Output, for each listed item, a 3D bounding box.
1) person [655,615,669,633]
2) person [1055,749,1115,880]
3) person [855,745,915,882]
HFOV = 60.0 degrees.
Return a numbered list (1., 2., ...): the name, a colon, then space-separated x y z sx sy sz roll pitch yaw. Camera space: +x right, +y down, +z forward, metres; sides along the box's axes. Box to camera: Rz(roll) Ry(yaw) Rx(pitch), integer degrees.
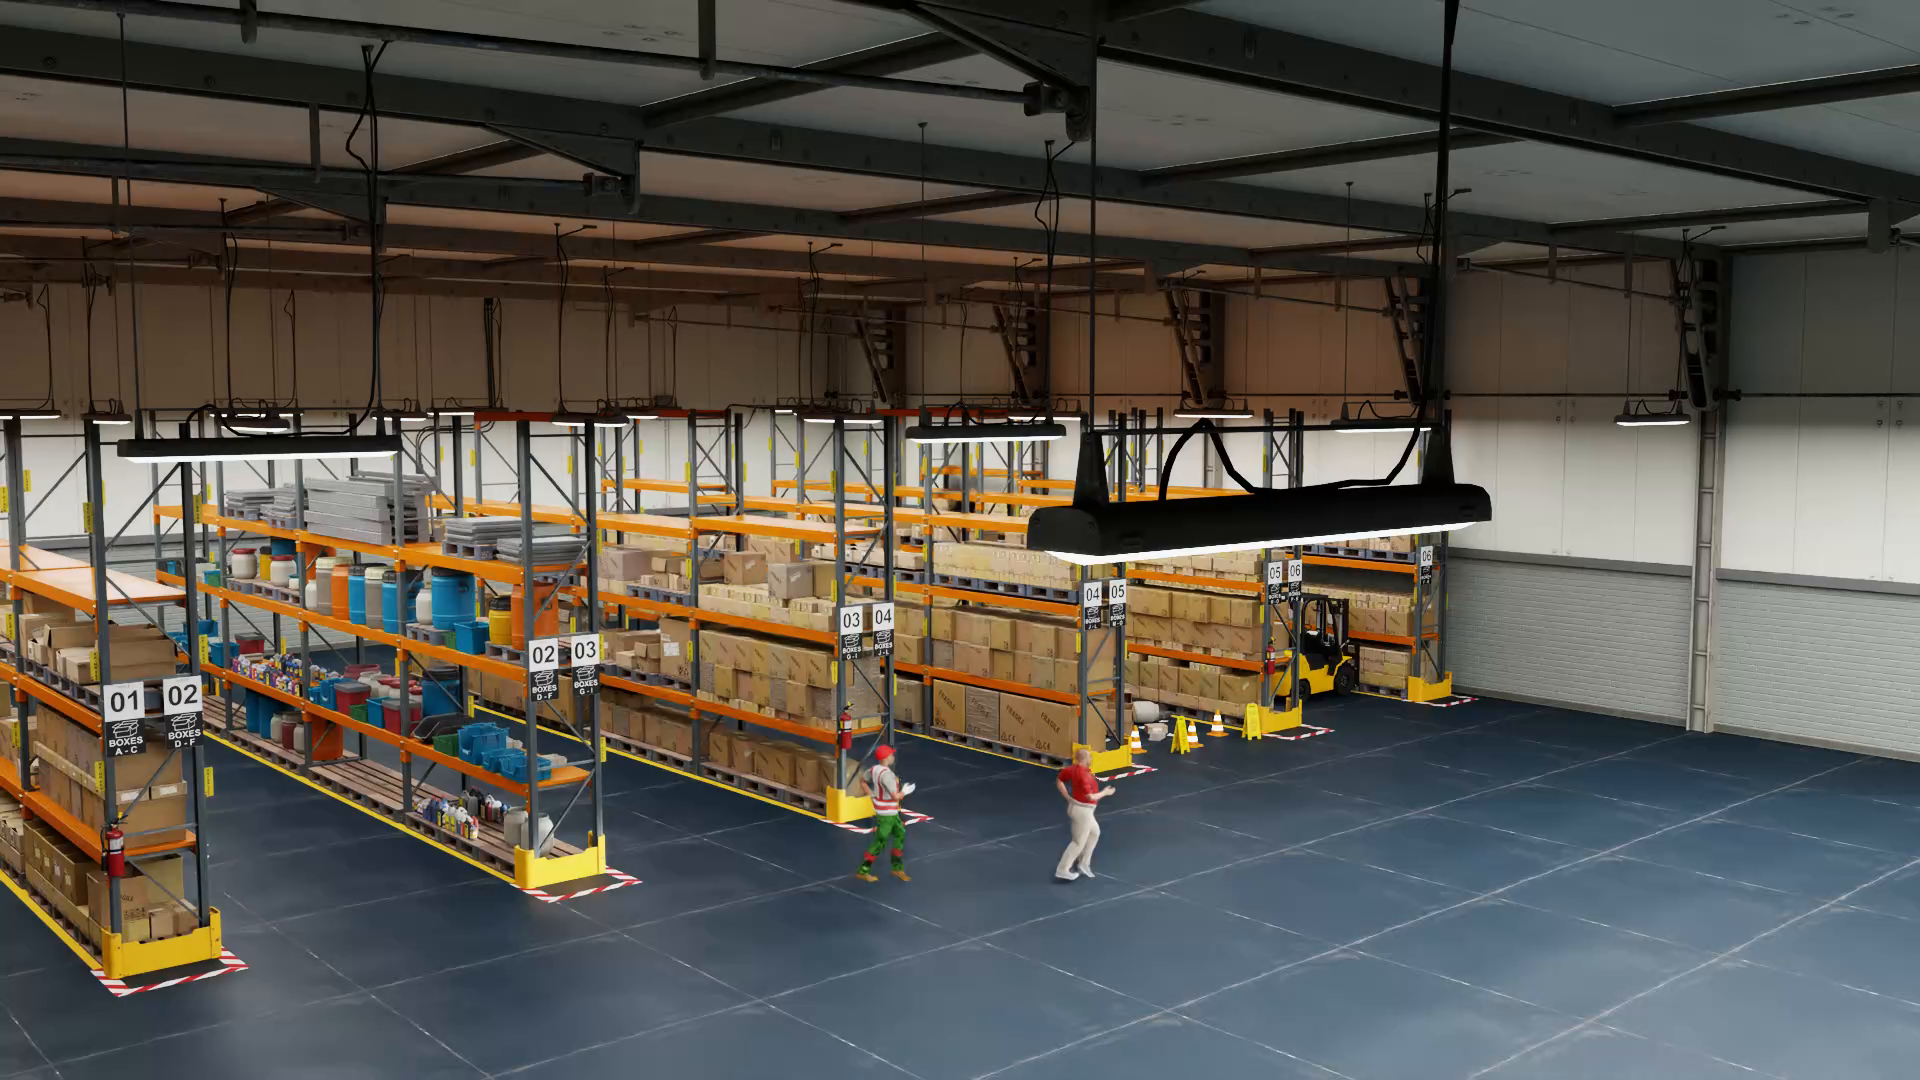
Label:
1. person: -6.268 2.413 35.353 0.631 1.646 0.544 -4 7 -41
2. person: 1.605 3.591 21.621 0.801 1.772 0.607 -1 5 -14
3. person: -0.973 3.550 21.432 0.799 1.845 0.648 -1 5 -13
